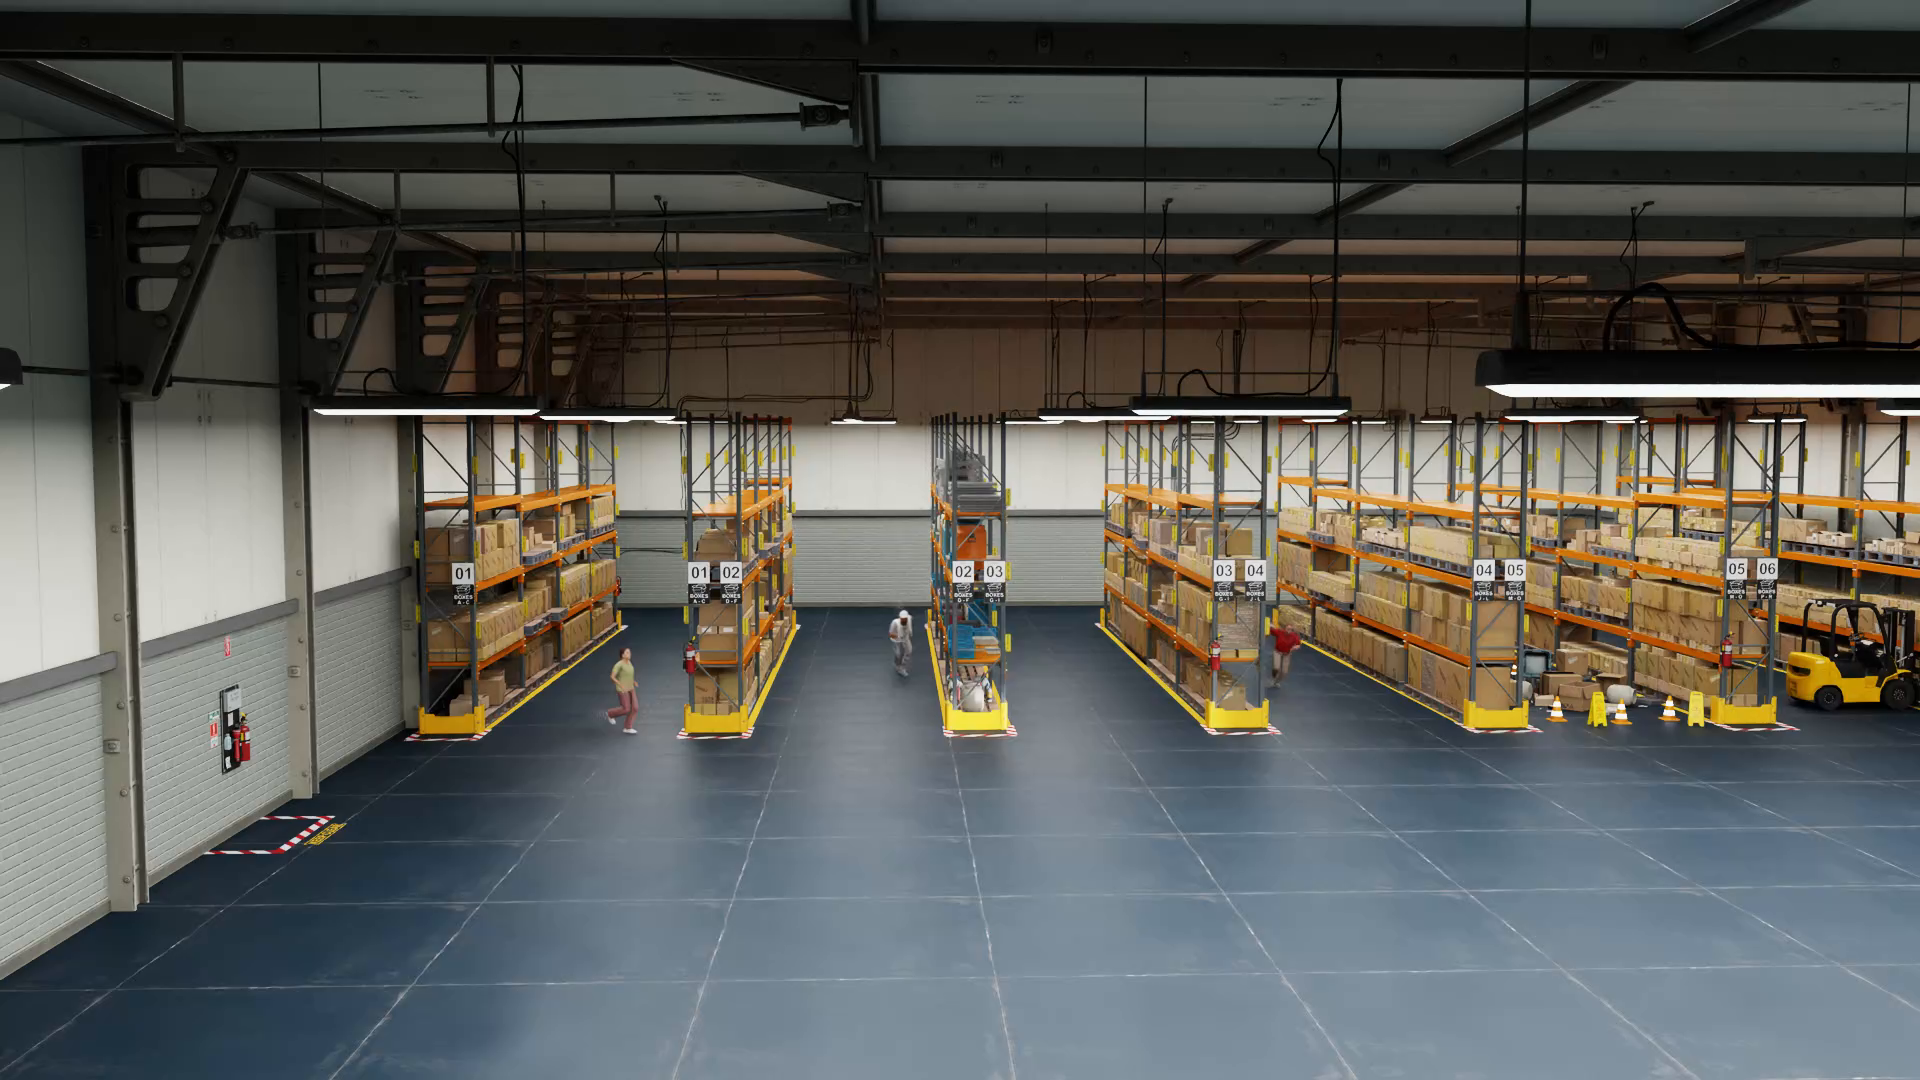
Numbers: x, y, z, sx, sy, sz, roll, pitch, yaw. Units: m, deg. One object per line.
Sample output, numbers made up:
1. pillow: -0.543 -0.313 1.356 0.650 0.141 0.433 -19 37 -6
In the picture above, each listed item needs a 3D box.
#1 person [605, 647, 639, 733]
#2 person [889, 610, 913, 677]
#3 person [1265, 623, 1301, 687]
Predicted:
1. person: -6.324 2.800 31.150 0.688 1.623 0.591 2 4 29
2. person: -1.391 2.351 38.388 0.680 1.556 1.171 -1 4 -20
3. person: 7.038 2.505 36.175 0.661 1.489 1.047 0 4 -1
